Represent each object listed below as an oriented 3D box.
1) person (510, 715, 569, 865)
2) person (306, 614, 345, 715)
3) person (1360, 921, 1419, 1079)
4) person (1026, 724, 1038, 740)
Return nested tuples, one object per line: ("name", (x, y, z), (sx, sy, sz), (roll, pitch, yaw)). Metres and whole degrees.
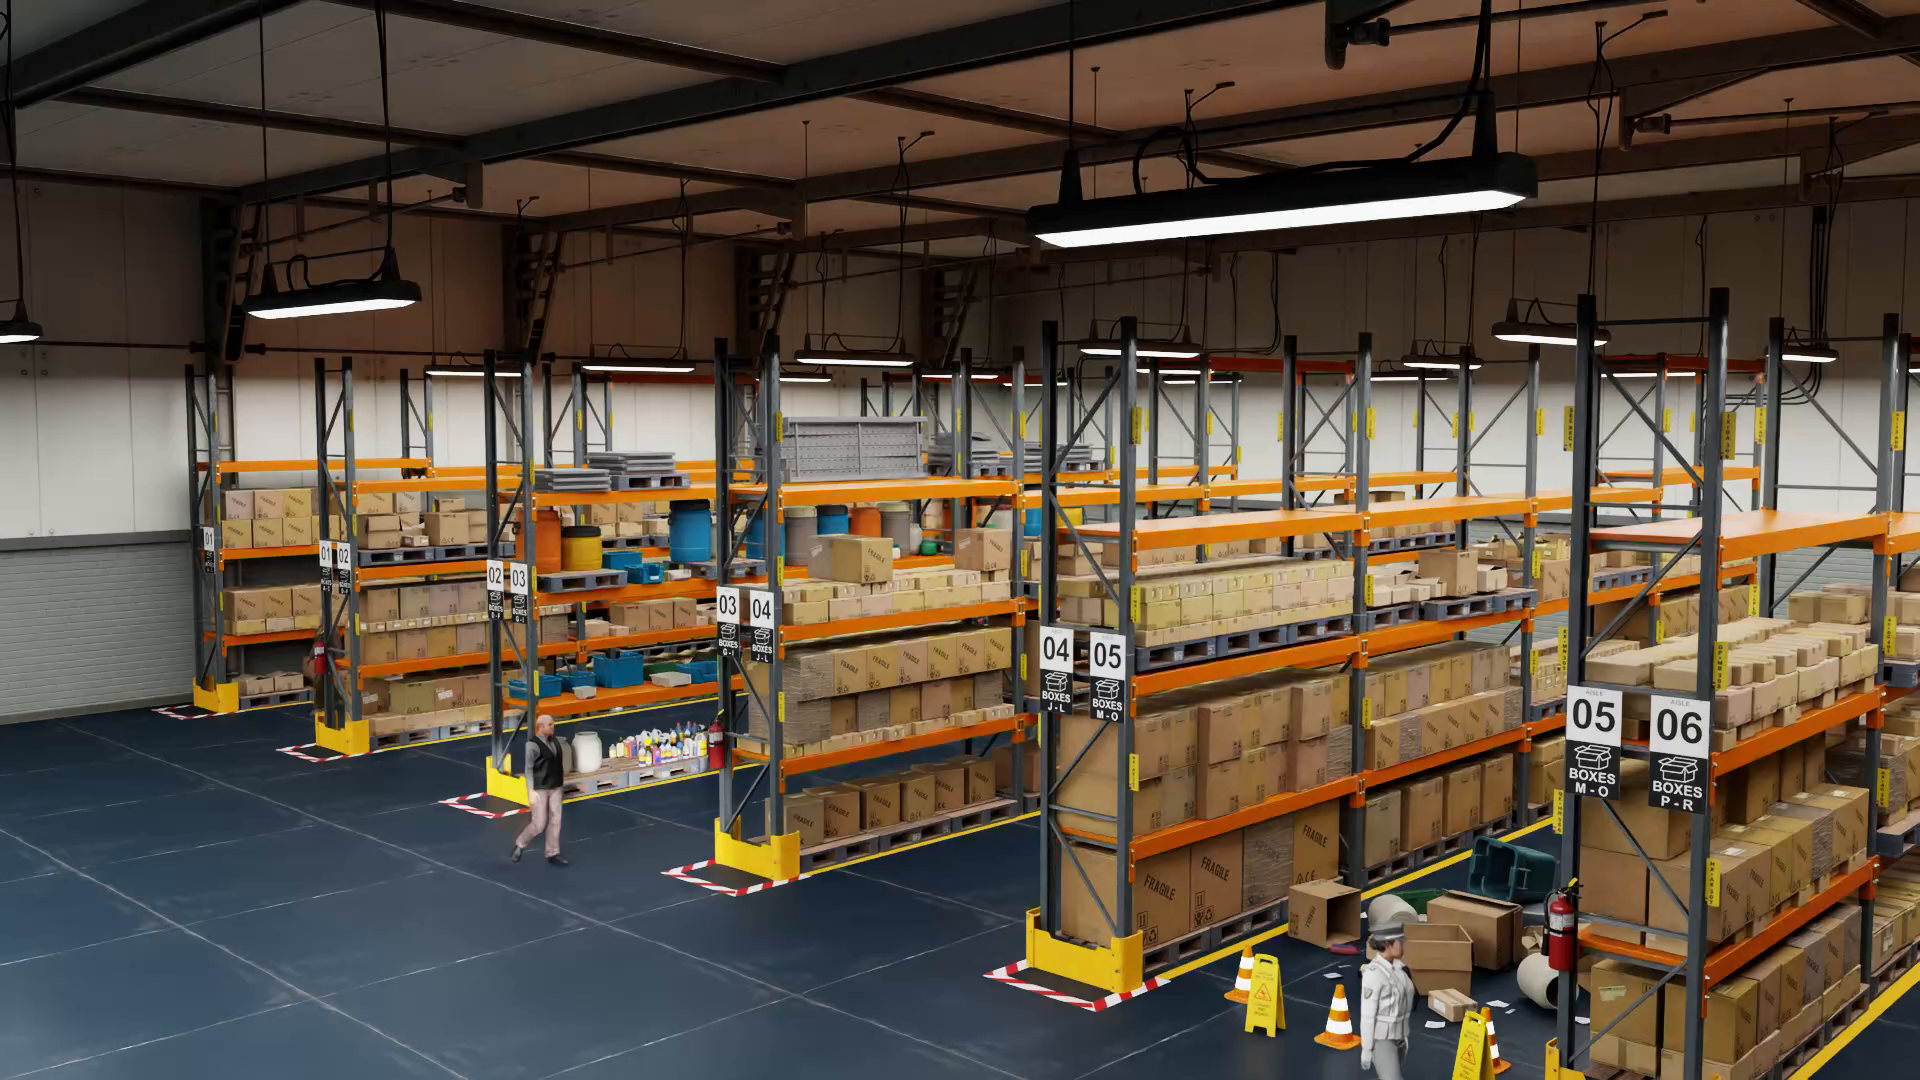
("person", (-4.778, 2.847, 19.016), (0.644, 1.720, 0.555), (2, 5, 28))
("person", (-10.918, 2.124, 28.683), (0.682, 1.821, 0.750), (3, 5, 37))
("person", (2.949, 3.456, 11.554), (0.807, 1.654, 0.500), (4, 6, 41))
("person", (1.174, 2.328, 24.464), (0.456, 1.490, 0.695), (3, 5, 34))
